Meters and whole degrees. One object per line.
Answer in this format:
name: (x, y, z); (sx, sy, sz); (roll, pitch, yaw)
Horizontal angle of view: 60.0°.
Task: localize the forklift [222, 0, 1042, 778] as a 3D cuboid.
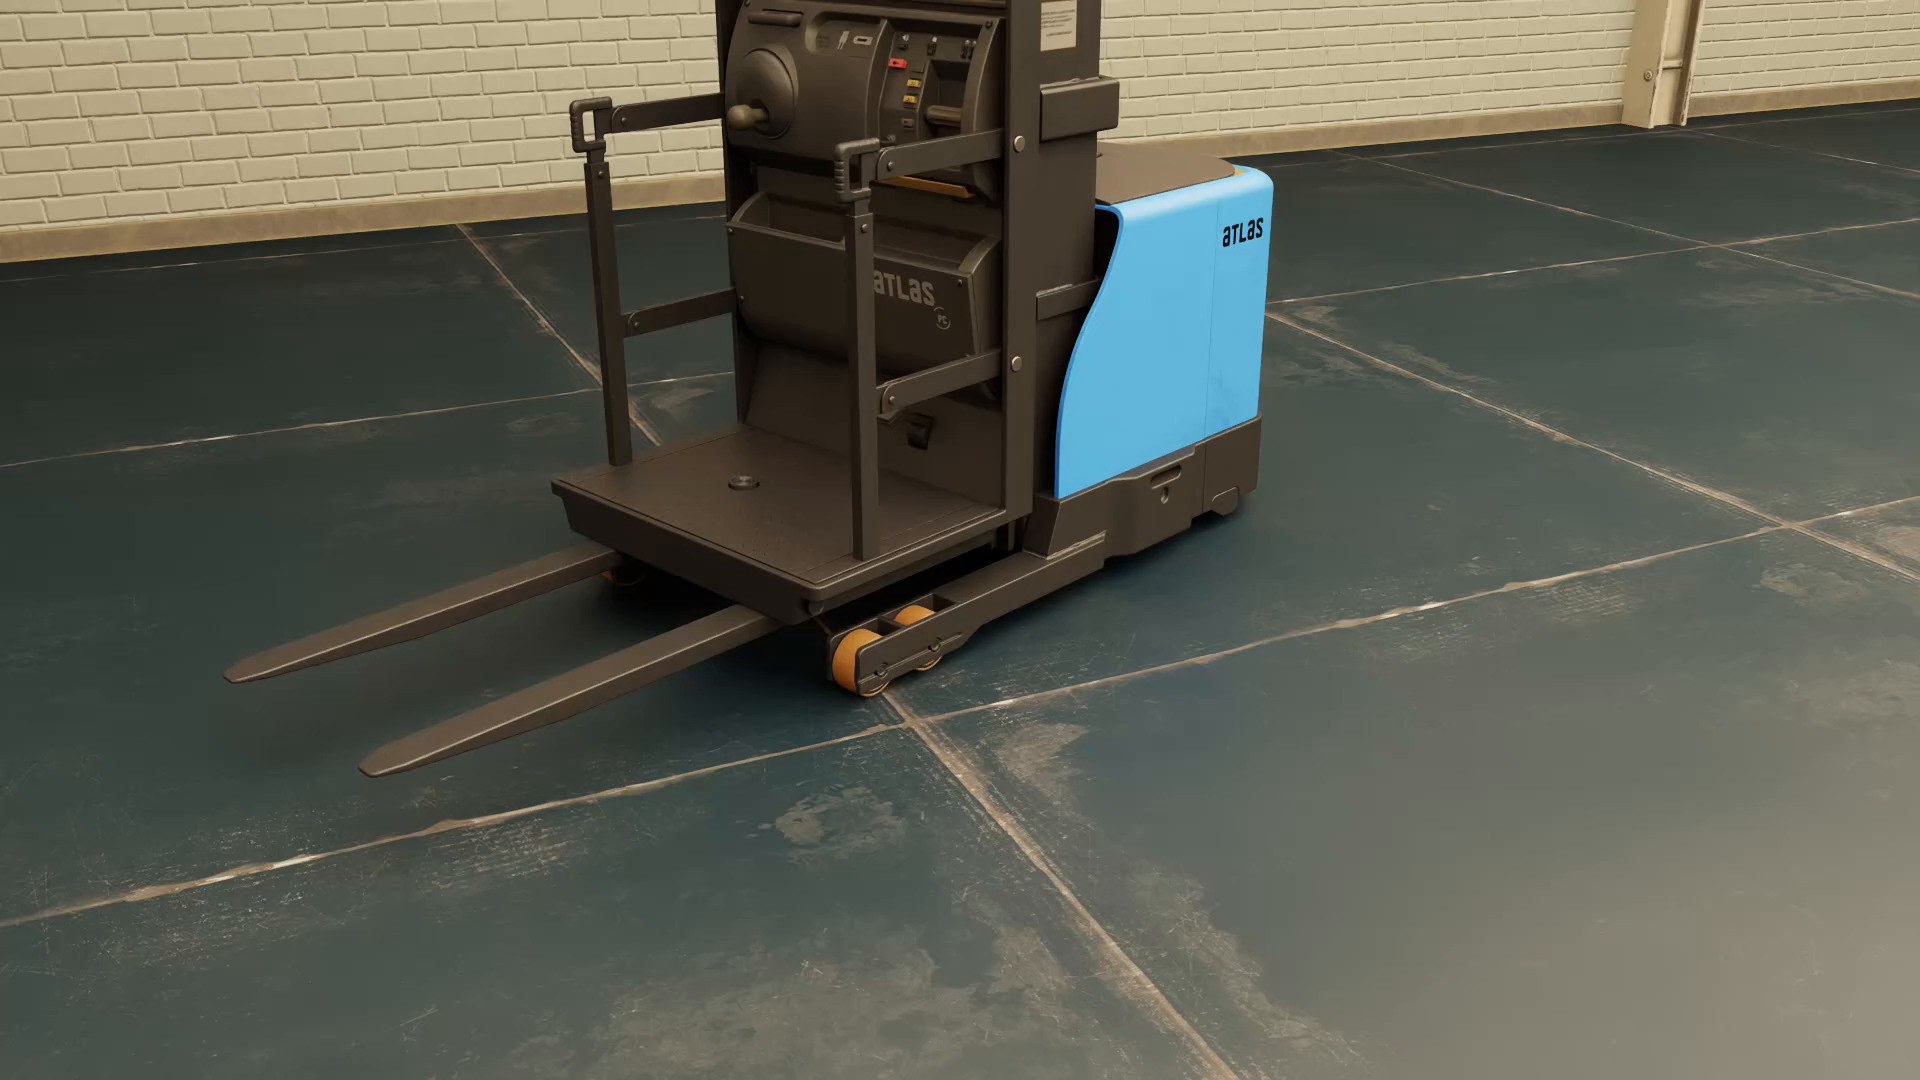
forklift: (-0.416, -1.183, 4.134); (1.121, 2.935, 3.031); (19, 29, 39)
